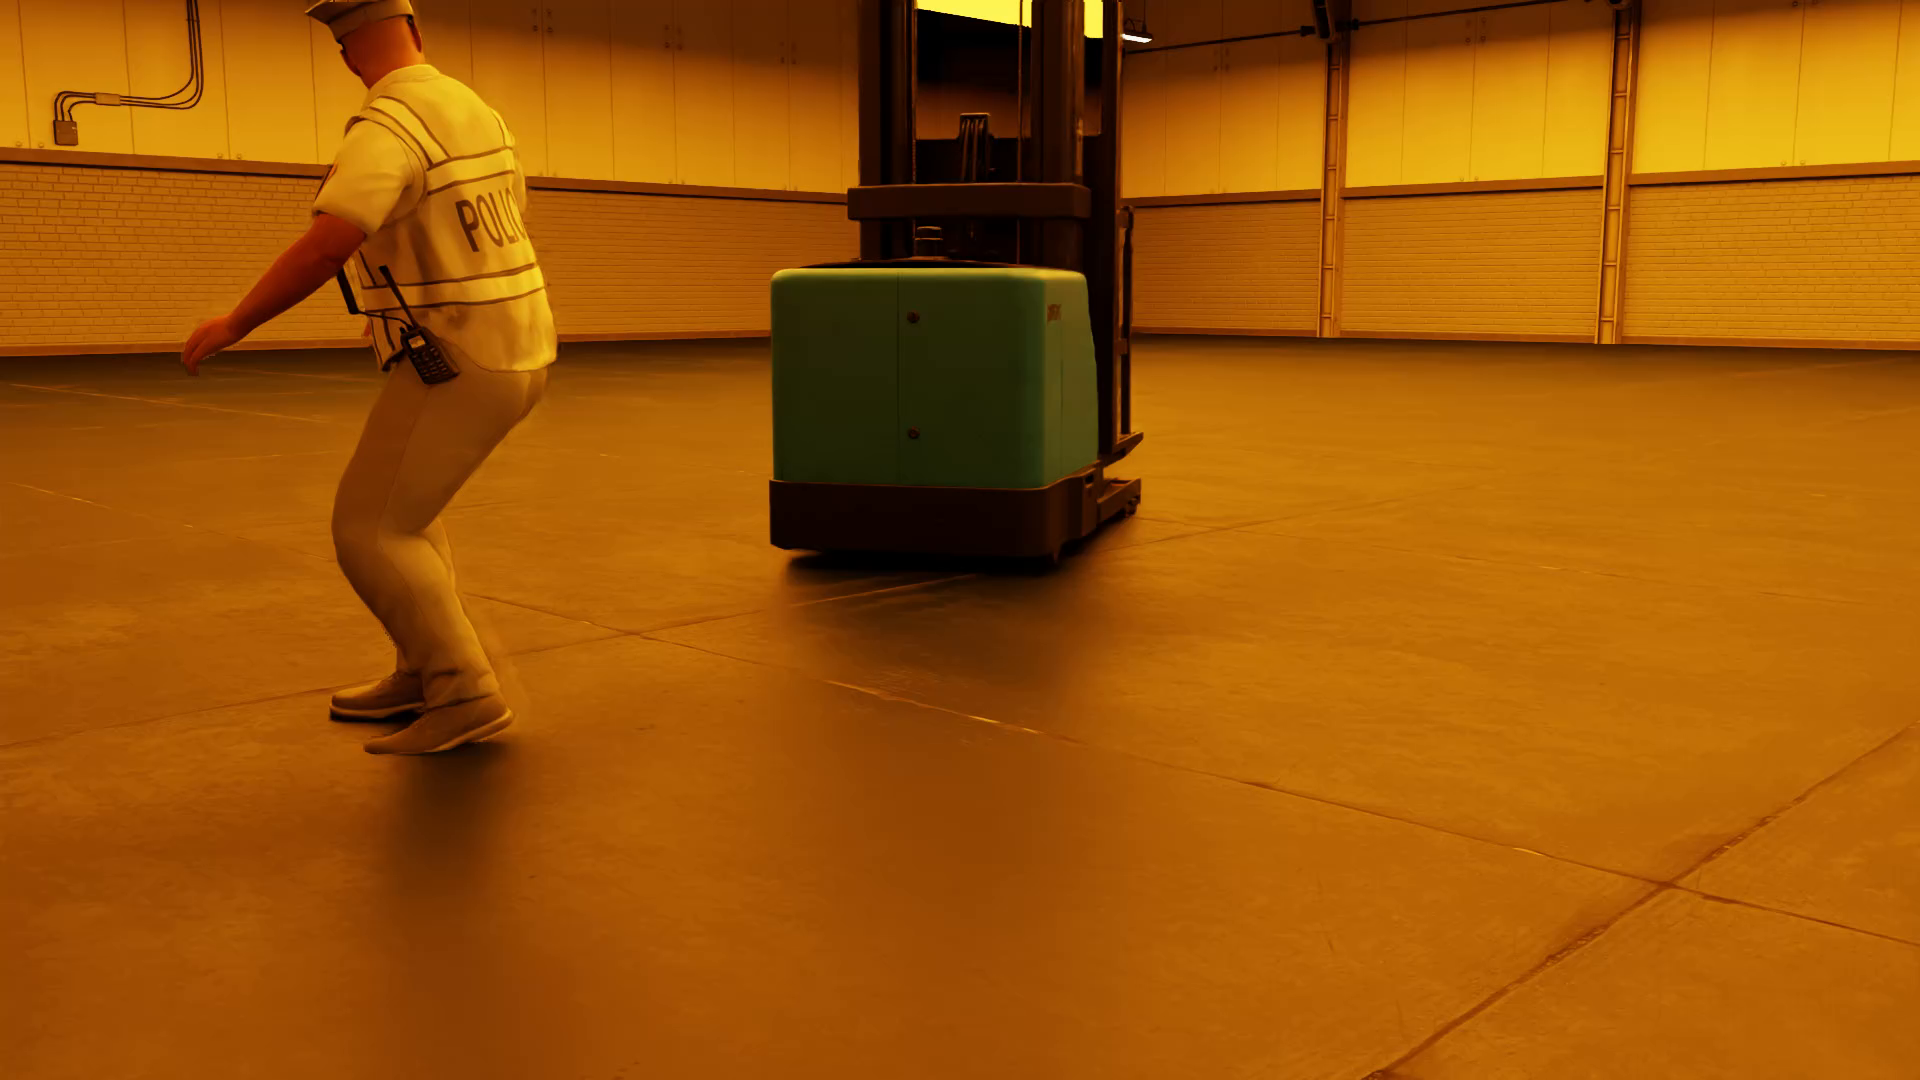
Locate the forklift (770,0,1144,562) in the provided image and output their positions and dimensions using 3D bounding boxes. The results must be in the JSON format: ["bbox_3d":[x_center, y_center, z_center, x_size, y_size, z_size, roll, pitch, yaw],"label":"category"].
[{"bbox_3d":[0.195,-1.551,7.175,1.130,2.935,3.031,2,9,16],"label":"forklift"}]
